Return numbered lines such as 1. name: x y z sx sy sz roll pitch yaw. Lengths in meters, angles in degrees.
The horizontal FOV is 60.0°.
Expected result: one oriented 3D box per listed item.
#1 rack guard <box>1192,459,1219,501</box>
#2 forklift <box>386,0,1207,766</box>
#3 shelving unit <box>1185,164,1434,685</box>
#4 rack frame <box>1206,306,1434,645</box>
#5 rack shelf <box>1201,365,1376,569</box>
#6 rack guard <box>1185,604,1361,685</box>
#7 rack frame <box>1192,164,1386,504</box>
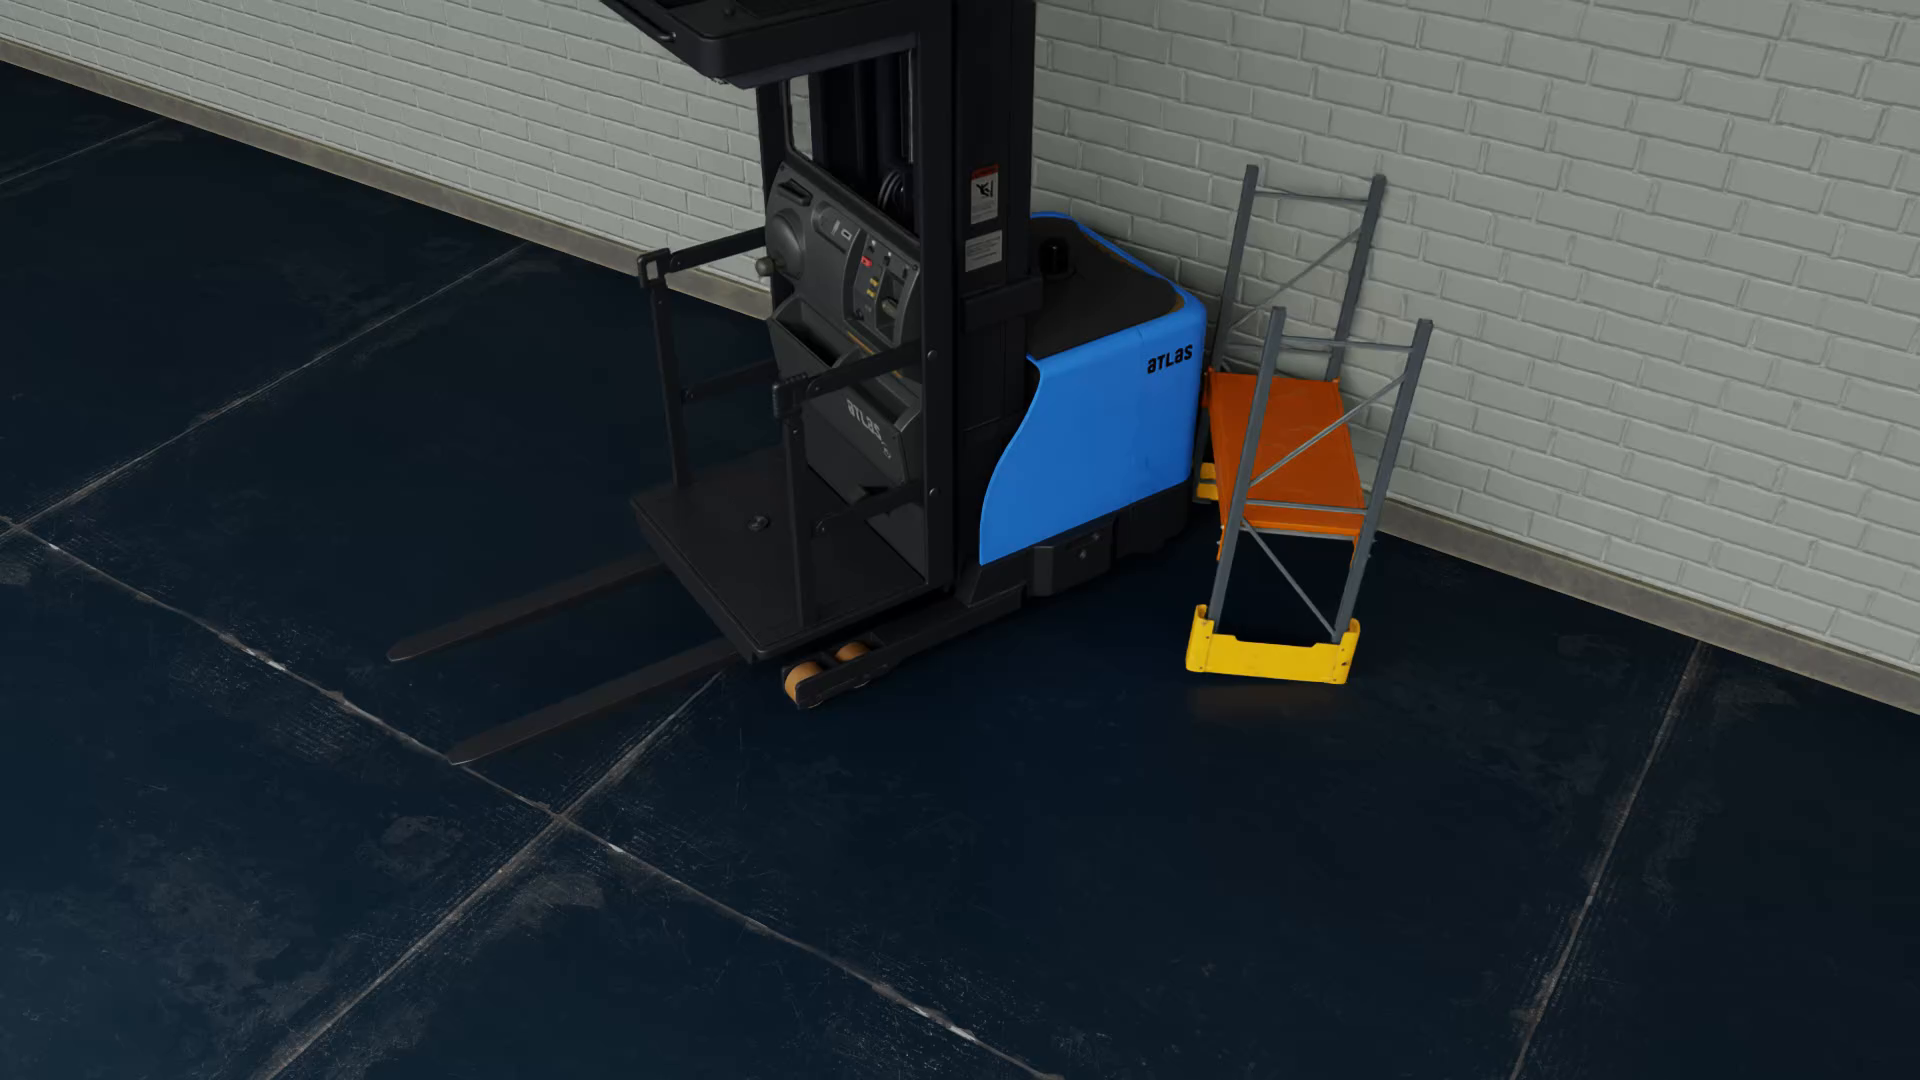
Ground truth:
1. rack guard: 1.186 -0.231 6.808 0.587 0.250 0.087 5 38 0
2. forklift: -0.581 -0.927 5.552 3.031 2.935 1.130 -22 43 -26
3. shelving unit: 1.200 -0.417 6.031 0.587 1.500 1.083 5 38 0
4. rack frame: 1.172 -0.111 5.637 0.500 1.500 0.032 5 38 0
5. rack shelf: 1.189 -0.281 6.148 0.538 0.185 1.000 5 38 0
6. rack guard: 1.129 0.379 6.022 0.587 0.250 0.087 5 38 0
7. rack frame: 1.230 -0.733 6.439 0.500 1.500 0.032 5 38 0
